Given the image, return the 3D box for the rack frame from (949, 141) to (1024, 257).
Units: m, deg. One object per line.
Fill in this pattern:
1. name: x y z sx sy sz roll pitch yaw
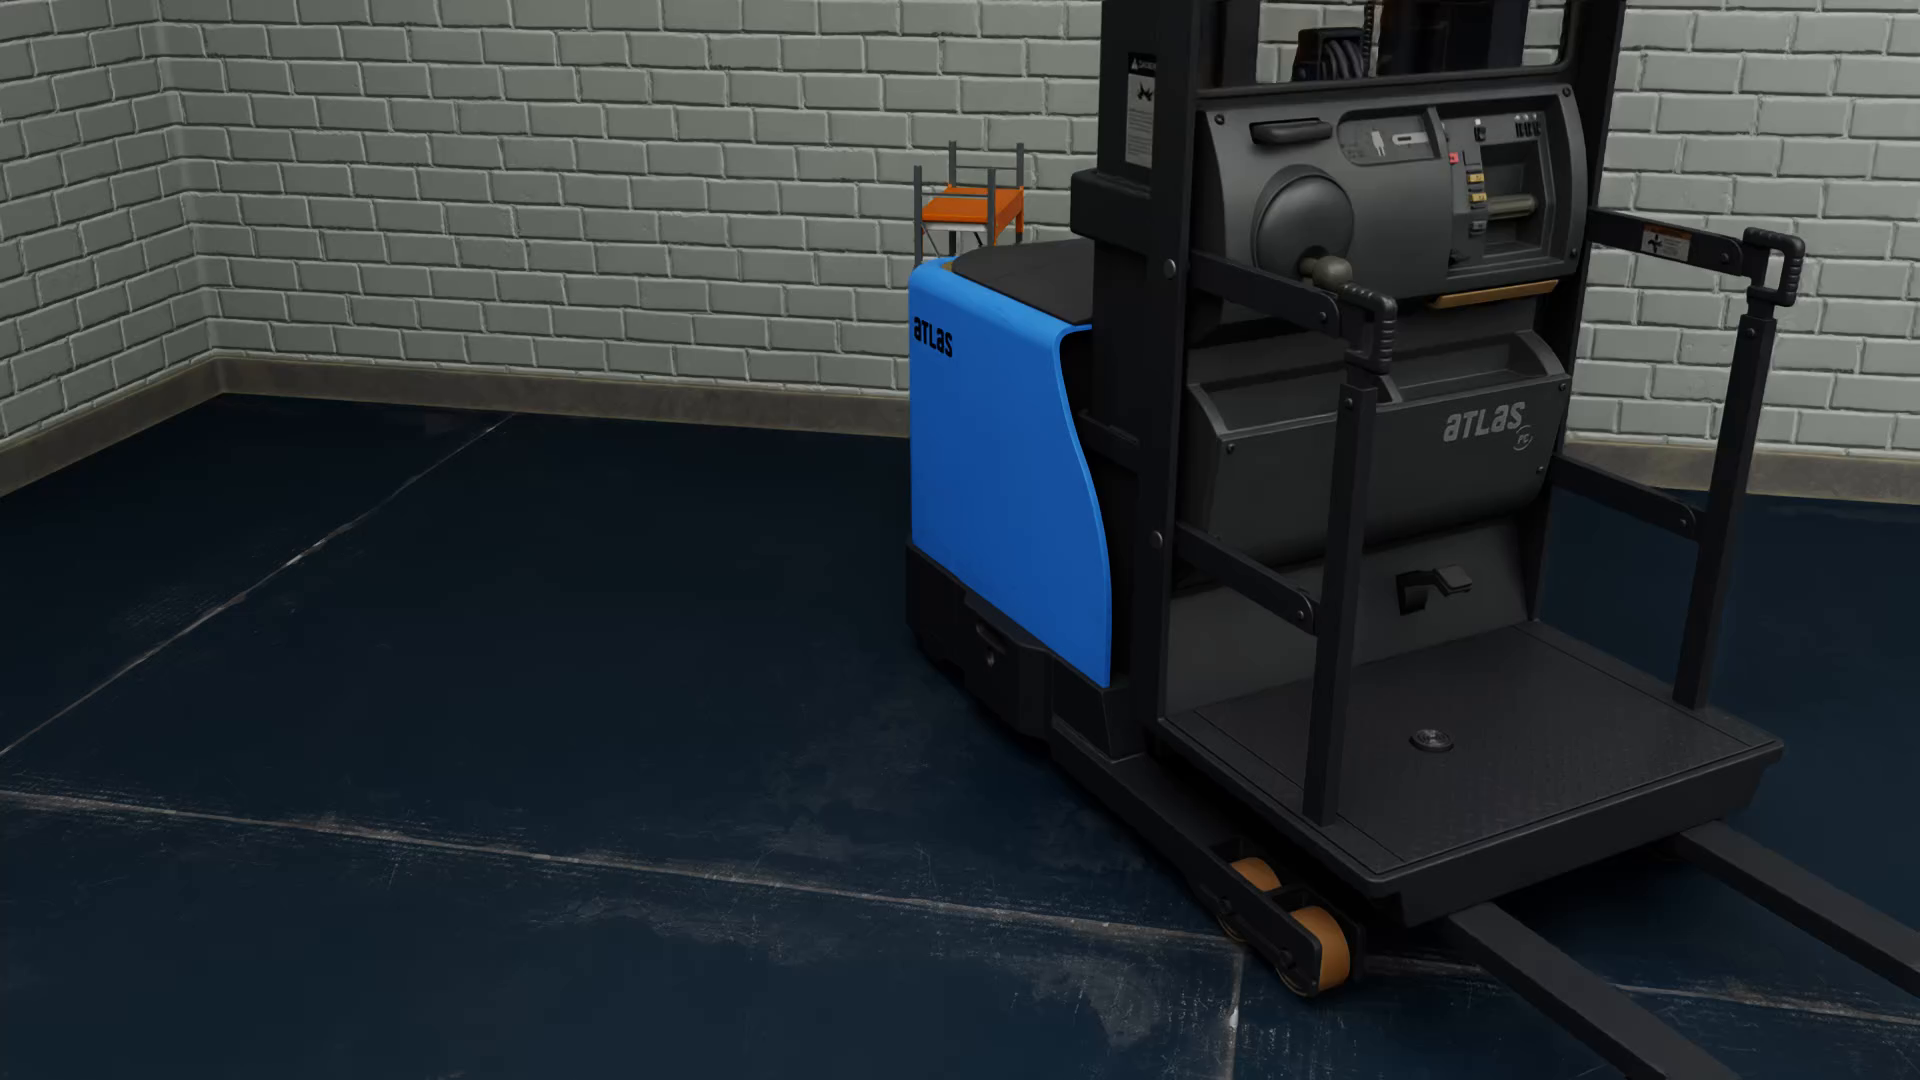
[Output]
1. rack frame: 0.084 -0.706 5.501 0.240 1.200 0.015 4 22 11

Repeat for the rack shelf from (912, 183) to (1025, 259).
1. rack shelf: 0.034 -0.982 5.133 0.258 0.148 0.480 4 22 11

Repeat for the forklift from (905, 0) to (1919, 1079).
1. forklift: 0.982 -0.679 3.116 1.130 2.935 3.031 -11 24 -26

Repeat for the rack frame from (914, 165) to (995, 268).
1. rack frame: -0.016 -0.528 5.058 0.240 1.200 0.015 4 22 11

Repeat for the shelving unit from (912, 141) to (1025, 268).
1. shelving unit: 0.034 -0.617 5.280 0.258 1.200 0.503 4 22 11
